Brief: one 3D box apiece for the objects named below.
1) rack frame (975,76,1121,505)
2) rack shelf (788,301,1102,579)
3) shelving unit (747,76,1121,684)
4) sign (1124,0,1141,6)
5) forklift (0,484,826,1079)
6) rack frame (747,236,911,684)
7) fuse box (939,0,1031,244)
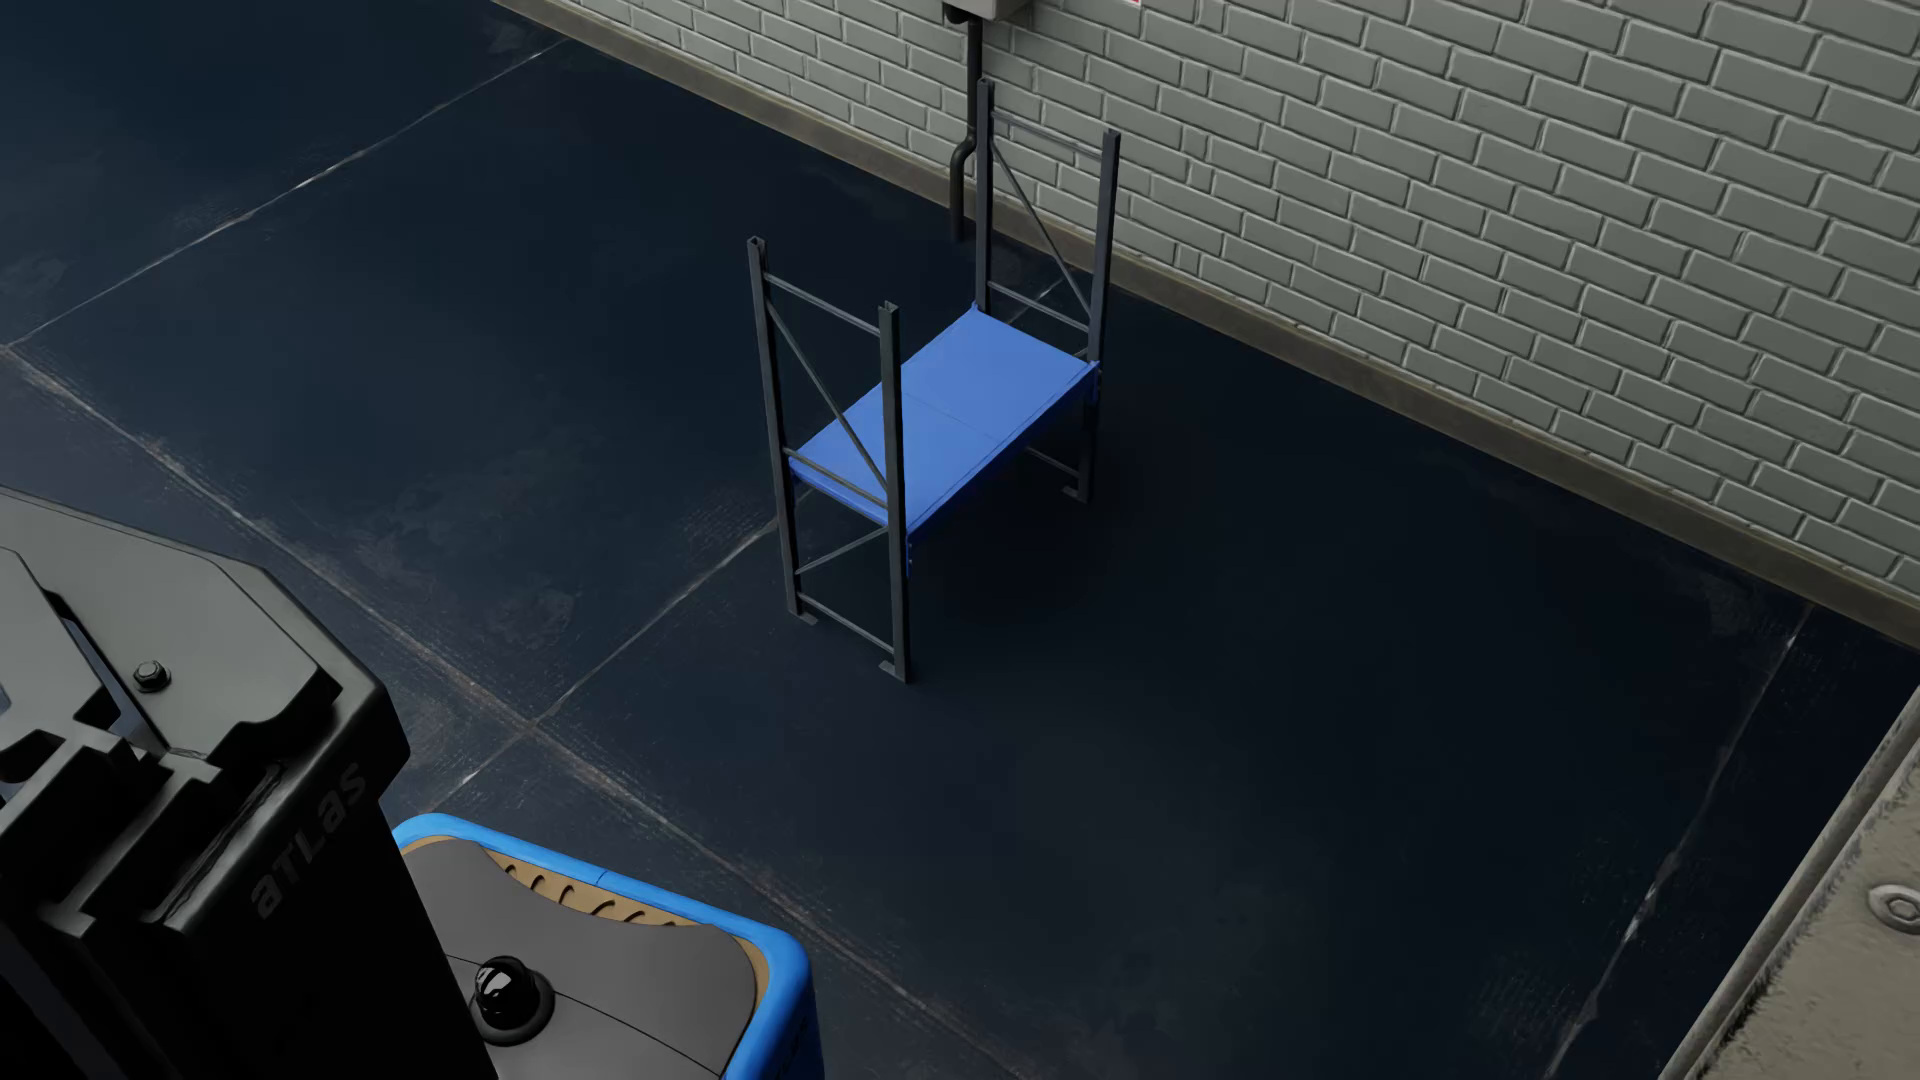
[{"bbox_3d":[0.259,-0.760,5.439,0.500,1.500,0.032,29,53,25],"label":"rack frame"},{"bbox_3d":[-0.052,-0.345,5.291,0.538,0.185,1.000,29,53,25],"label":"rack shelf"},{"bbox_3d":[-0.052,-0.469,5.161,0.538,1.500,1.048,29,53,25],"label":"shelving unit"},{"bbox_3d":[0.510,-2.131,5.777,0.329,0.494,0.001,29,53,25],"label":"sign"},{"bbox_3d":[-1.295,1.440,2.347,1.130,2.935,3.031,15,48,14],"label":"forklift"},{"bbox_3d":[-0.363,-0.178,4.883,0.500,1.500,0.032,29,53,25],"label":"rack frame"},{"bbox_3d":[-0.007,-1.819,6.304,0.539,1.711,0.414,29,53,25],"label":"fuse box"}]
